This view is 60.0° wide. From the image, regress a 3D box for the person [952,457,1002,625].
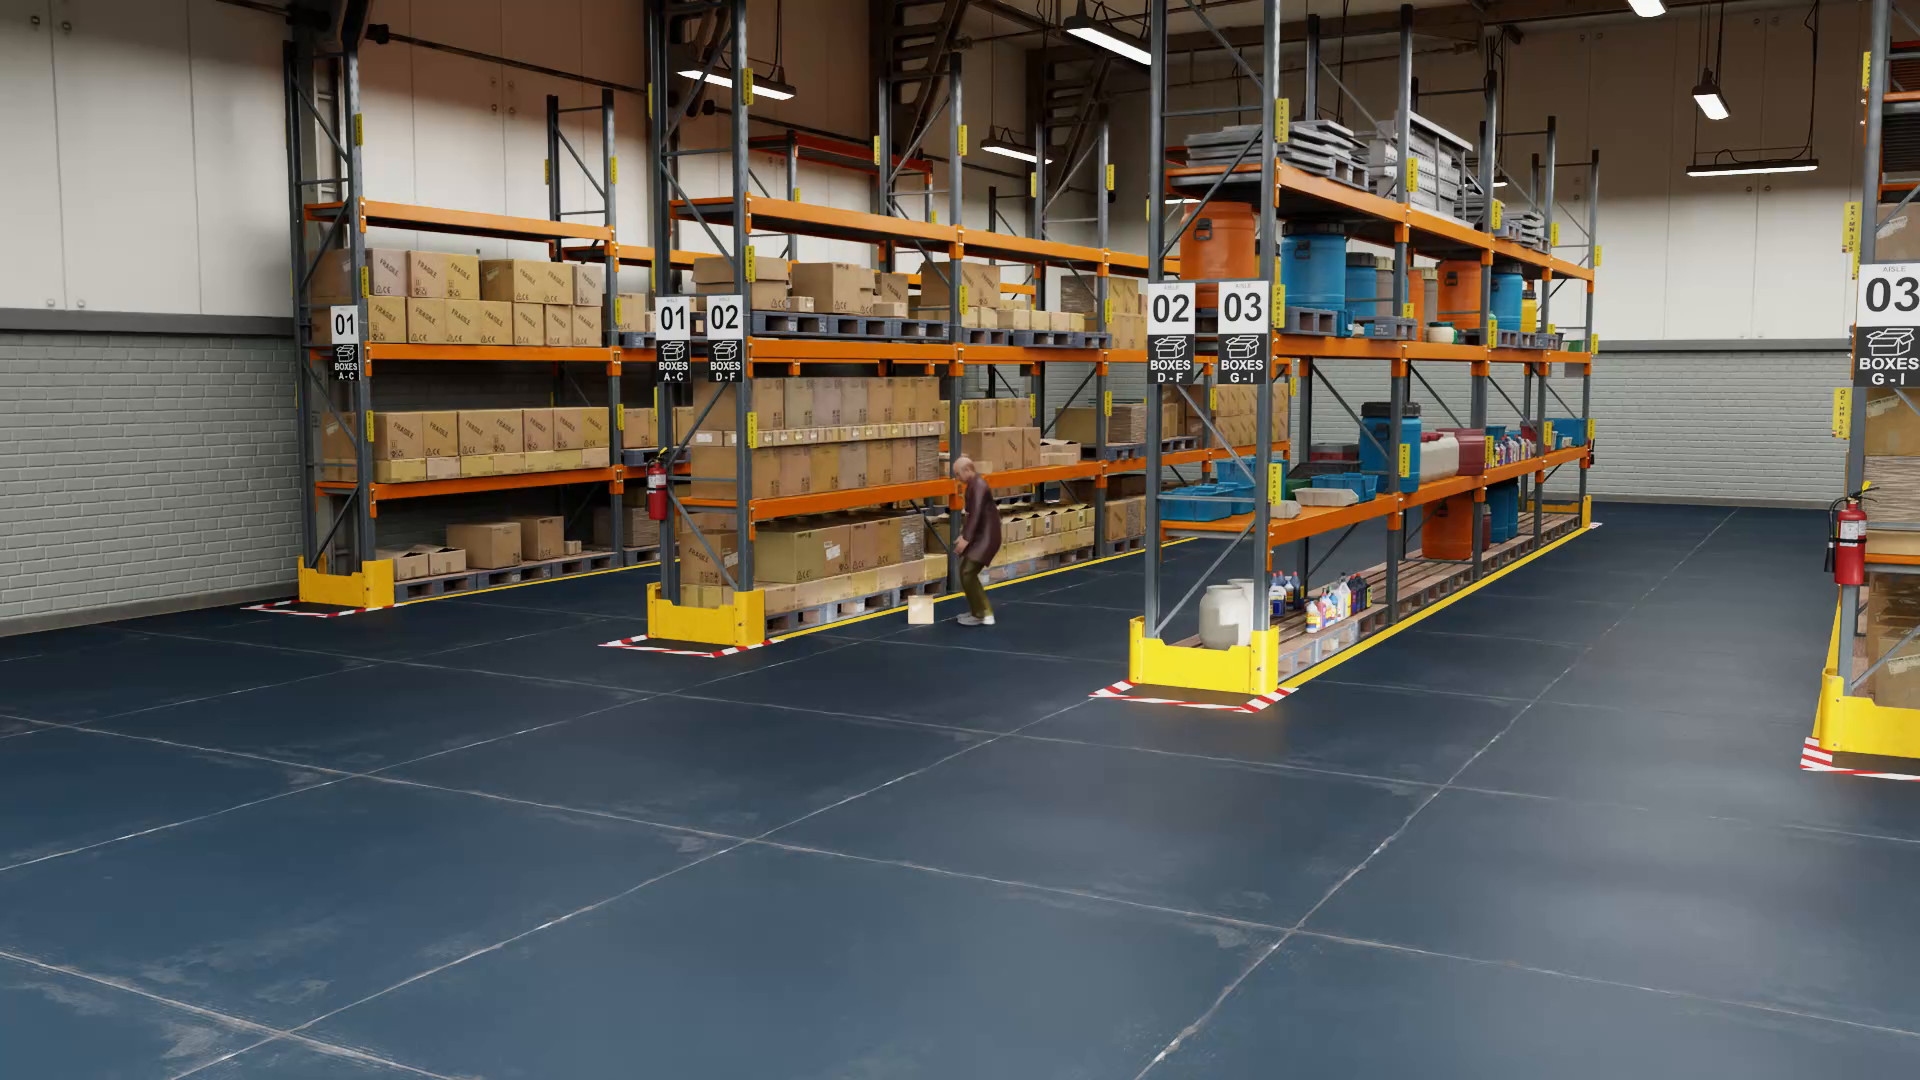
[{"bbox_3d":[0.169,0.008,16.596,0.502,1.666,0.607,0,6,-2],"label":"person"}]
